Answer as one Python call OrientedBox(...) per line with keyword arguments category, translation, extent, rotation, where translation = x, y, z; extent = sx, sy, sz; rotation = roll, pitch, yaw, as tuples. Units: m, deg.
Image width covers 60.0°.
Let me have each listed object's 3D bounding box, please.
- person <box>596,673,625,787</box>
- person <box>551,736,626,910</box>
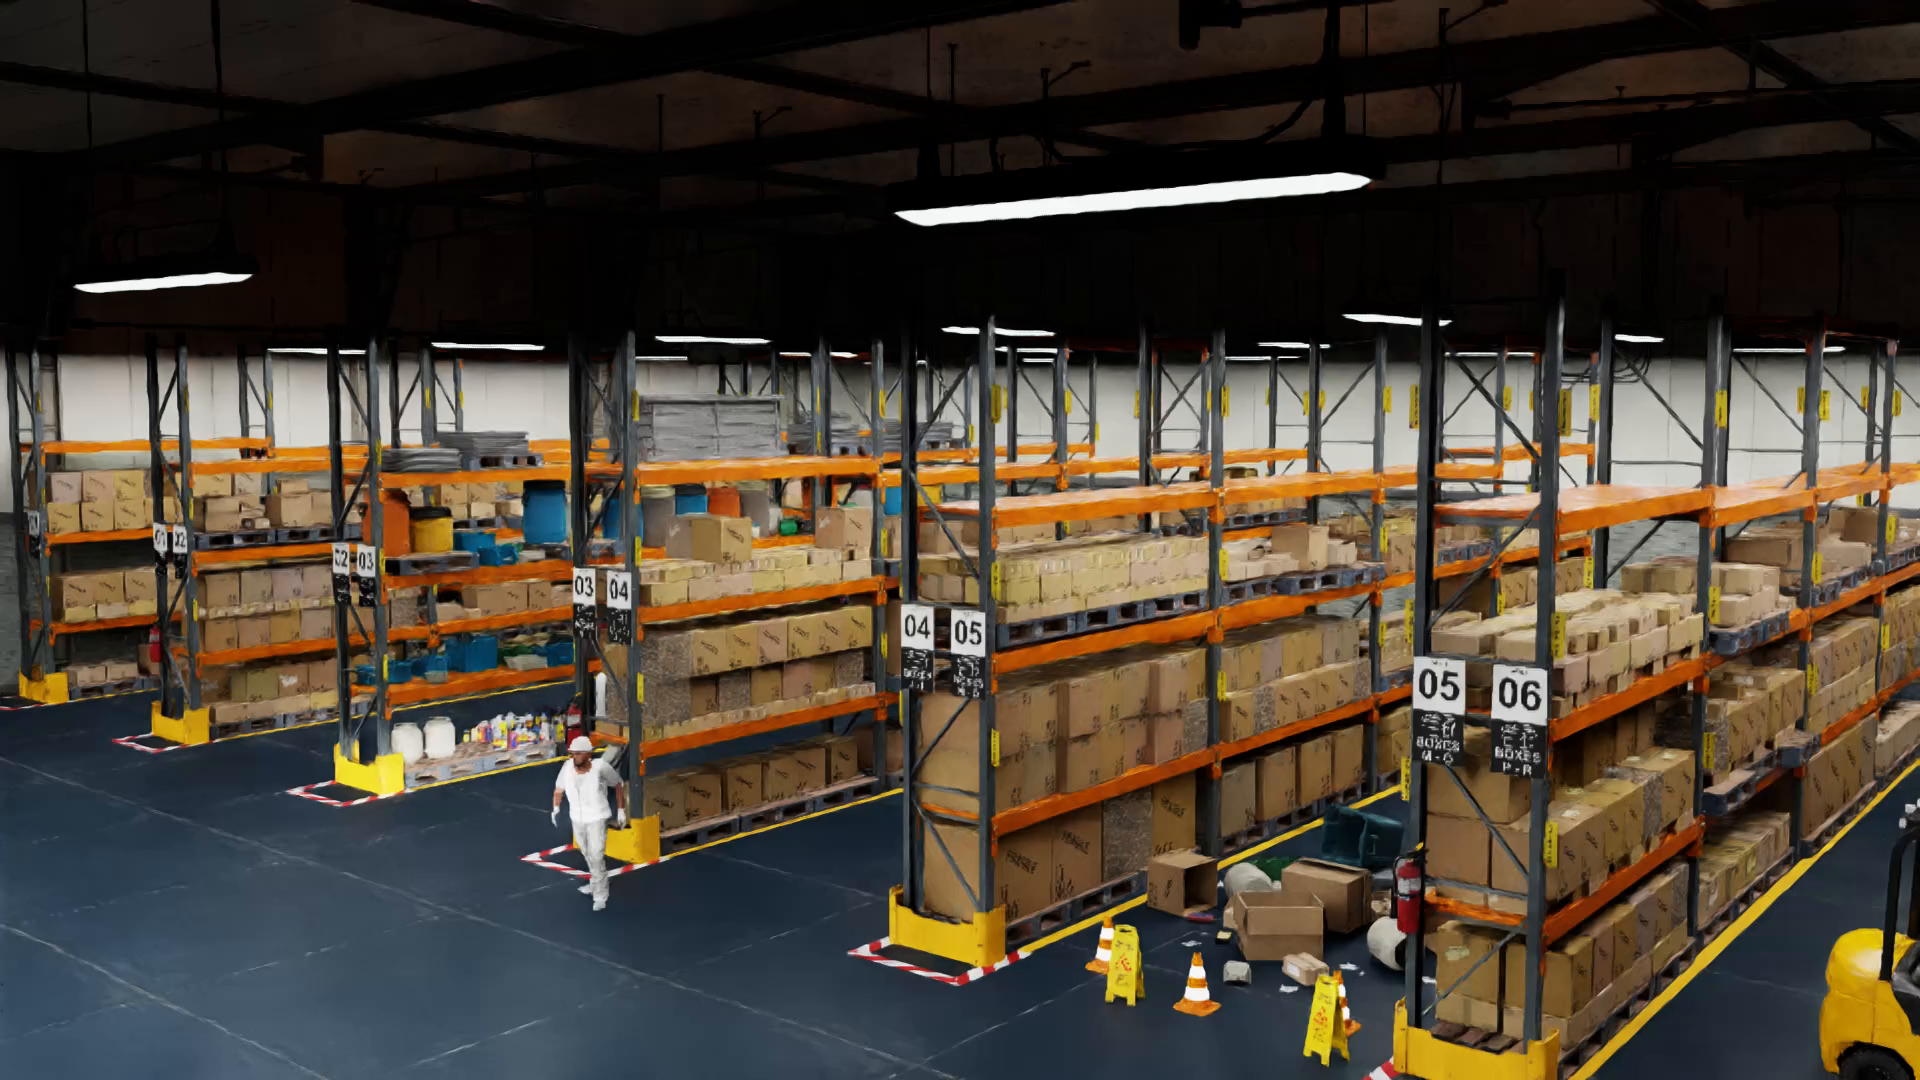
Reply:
OrientedBox(category="person", translation=(-4.535, 2.333, 21.613), extent=(0.516, 1.777, 0.628), rotation=(1, 5, 10))
OrientedBox(category="person", translation=(-3.720, 2.793, 16.748), extent=(0.704, 1.711, 0.835), rotation=(2, 6, 21))
